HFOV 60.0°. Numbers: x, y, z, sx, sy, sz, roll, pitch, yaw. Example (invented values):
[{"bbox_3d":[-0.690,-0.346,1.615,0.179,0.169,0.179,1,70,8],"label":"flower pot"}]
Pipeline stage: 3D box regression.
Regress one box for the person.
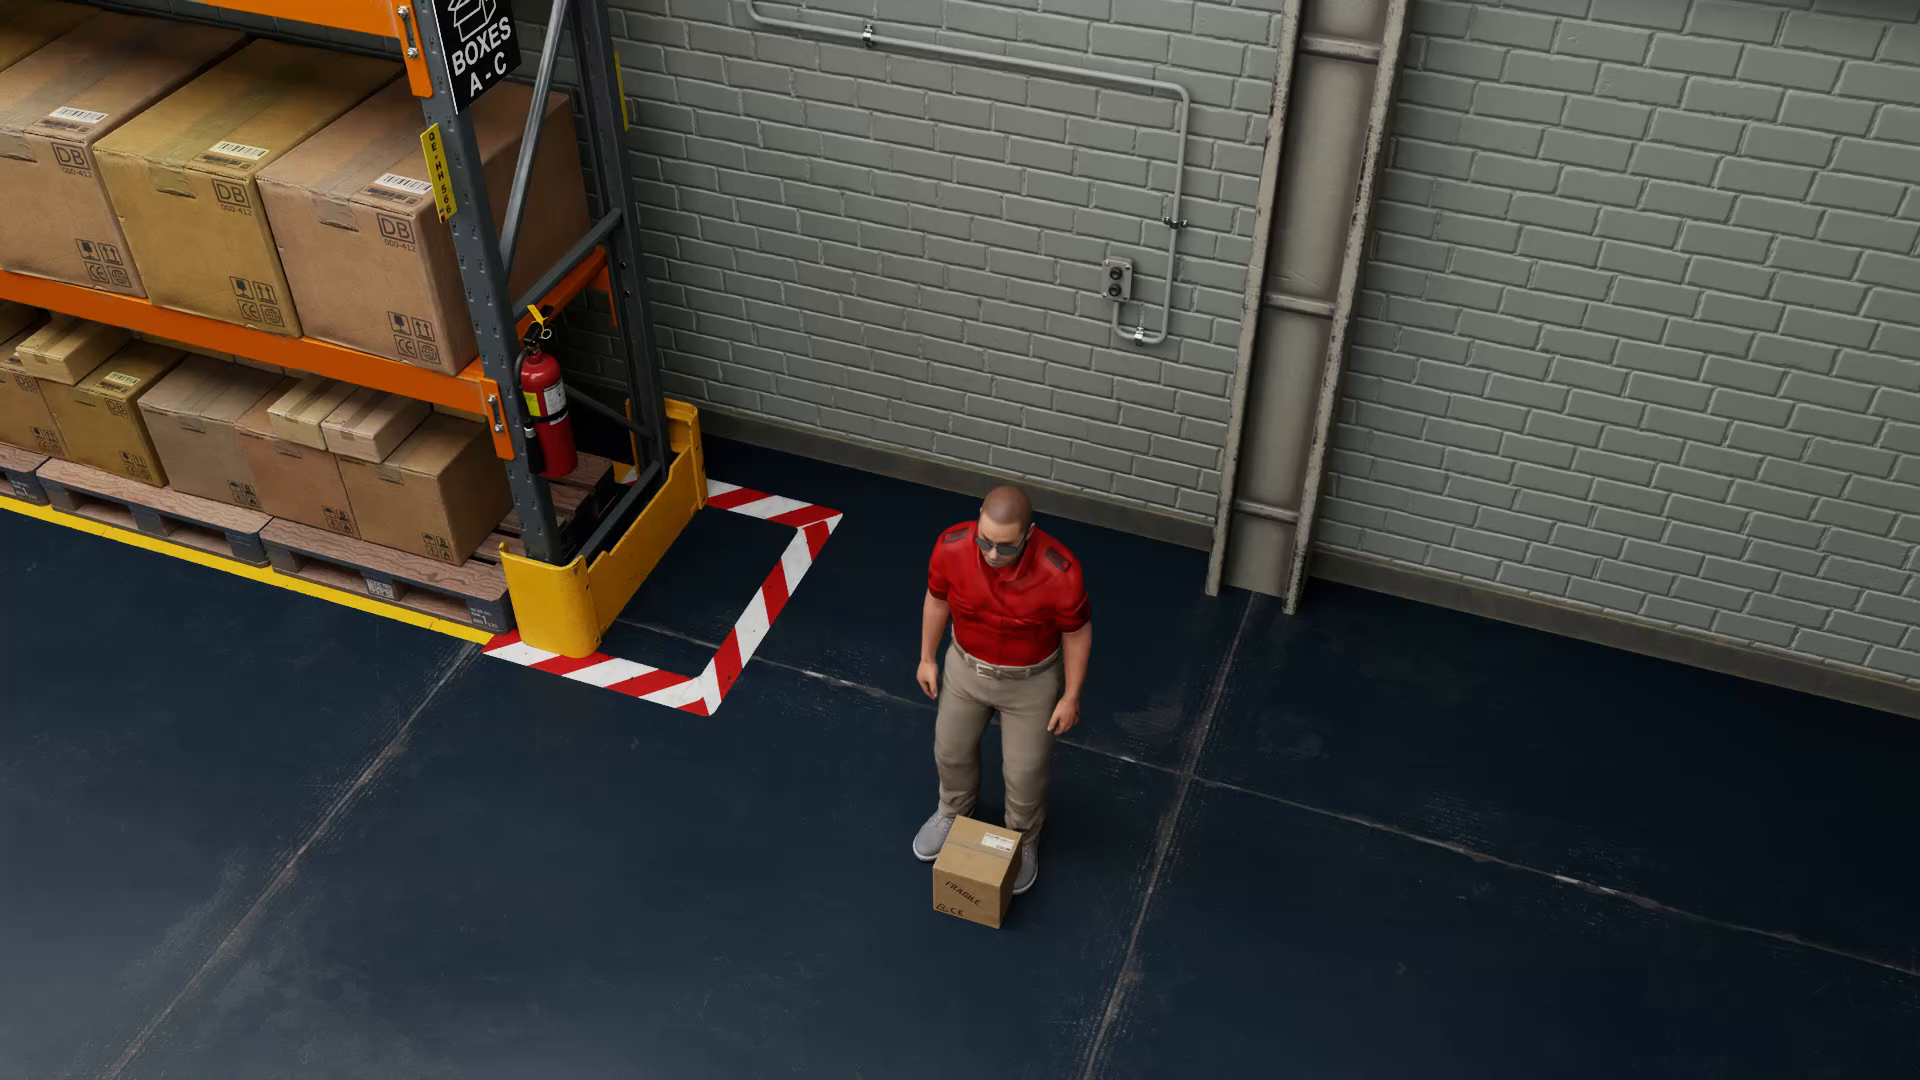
[{"bbox_3d":[0.134,0.479,5.622,0.586,1.727,0.425,14,43,15],"label":"person"}]
